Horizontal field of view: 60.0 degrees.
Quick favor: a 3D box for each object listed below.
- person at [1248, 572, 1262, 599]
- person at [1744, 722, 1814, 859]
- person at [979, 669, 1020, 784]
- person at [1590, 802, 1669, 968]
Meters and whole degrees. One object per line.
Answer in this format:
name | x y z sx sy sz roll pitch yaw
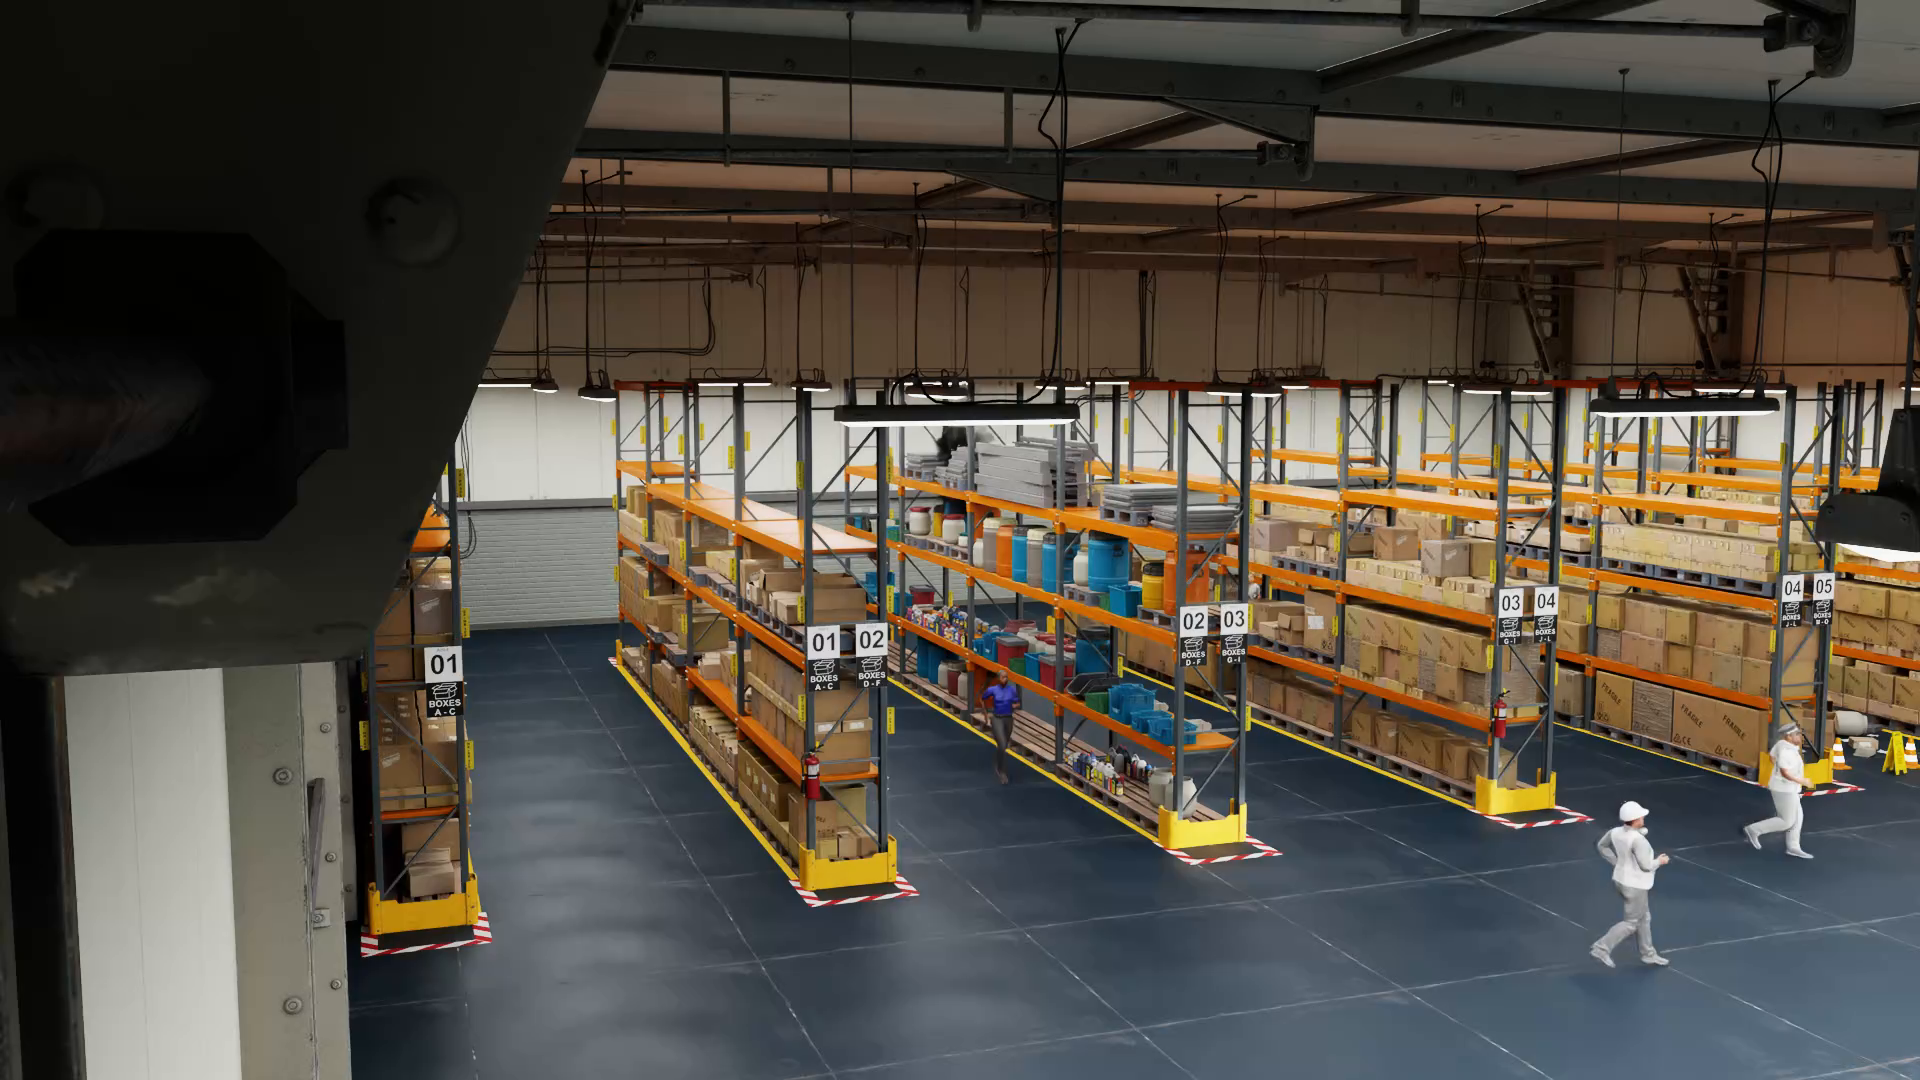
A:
person | 6.473 1.565 37.285 0.554 1.716 0.777 -2 6 -15
person | 10.574 3.206 21.425 0.844 1.785 0.670 2 6 19
person | 0.632 2.865 25.413 0.547 1.637 0.777 -3 7 -27
person | 7.006 3.590 17.311 0.906 1.767 0.661 0 6 -5
